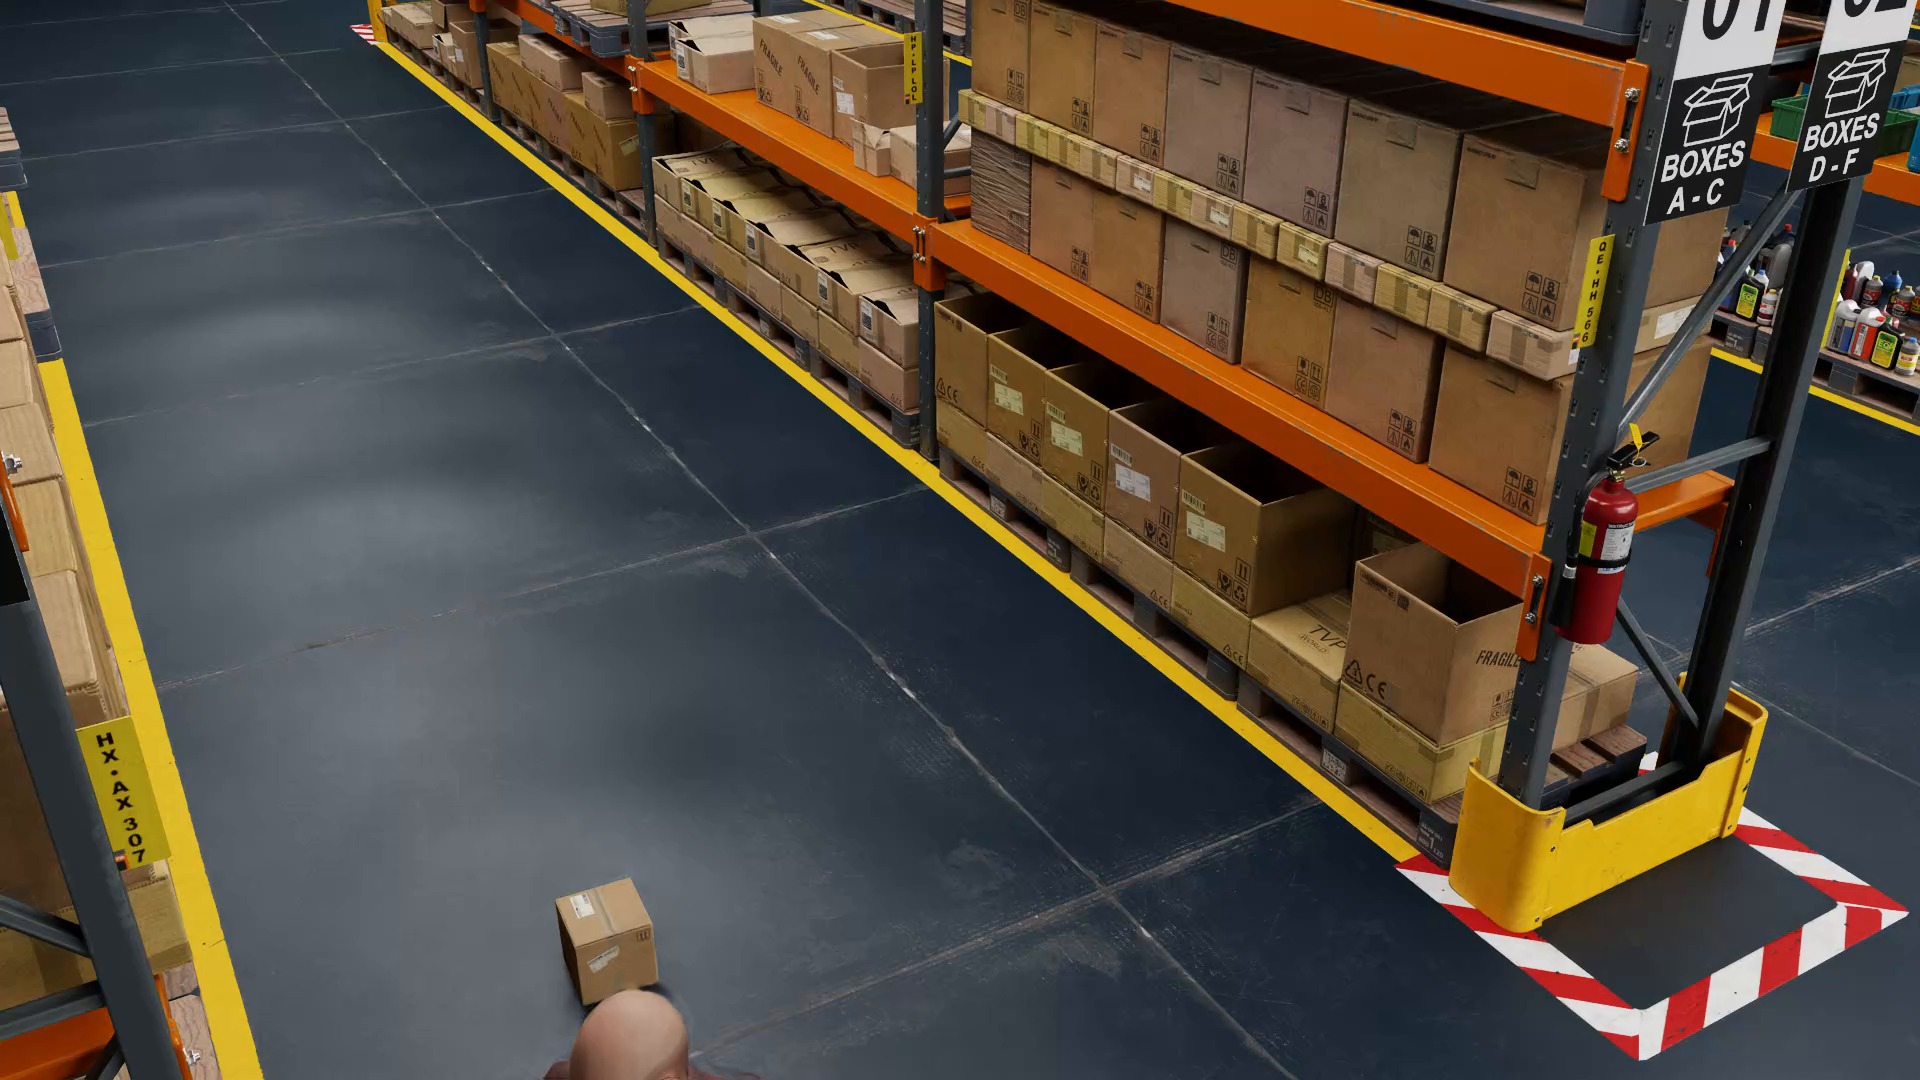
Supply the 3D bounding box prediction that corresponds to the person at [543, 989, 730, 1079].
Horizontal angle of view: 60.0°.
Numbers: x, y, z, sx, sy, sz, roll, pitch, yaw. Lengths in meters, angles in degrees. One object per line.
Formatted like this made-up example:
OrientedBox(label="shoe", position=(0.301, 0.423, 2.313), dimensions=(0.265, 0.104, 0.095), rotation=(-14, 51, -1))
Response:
OrientedBox(label="person", position=(-0.521, 1.590, 3.252), dimensions=(0.654, 1.844, 0.545), rotation=(2, 29, 3))
